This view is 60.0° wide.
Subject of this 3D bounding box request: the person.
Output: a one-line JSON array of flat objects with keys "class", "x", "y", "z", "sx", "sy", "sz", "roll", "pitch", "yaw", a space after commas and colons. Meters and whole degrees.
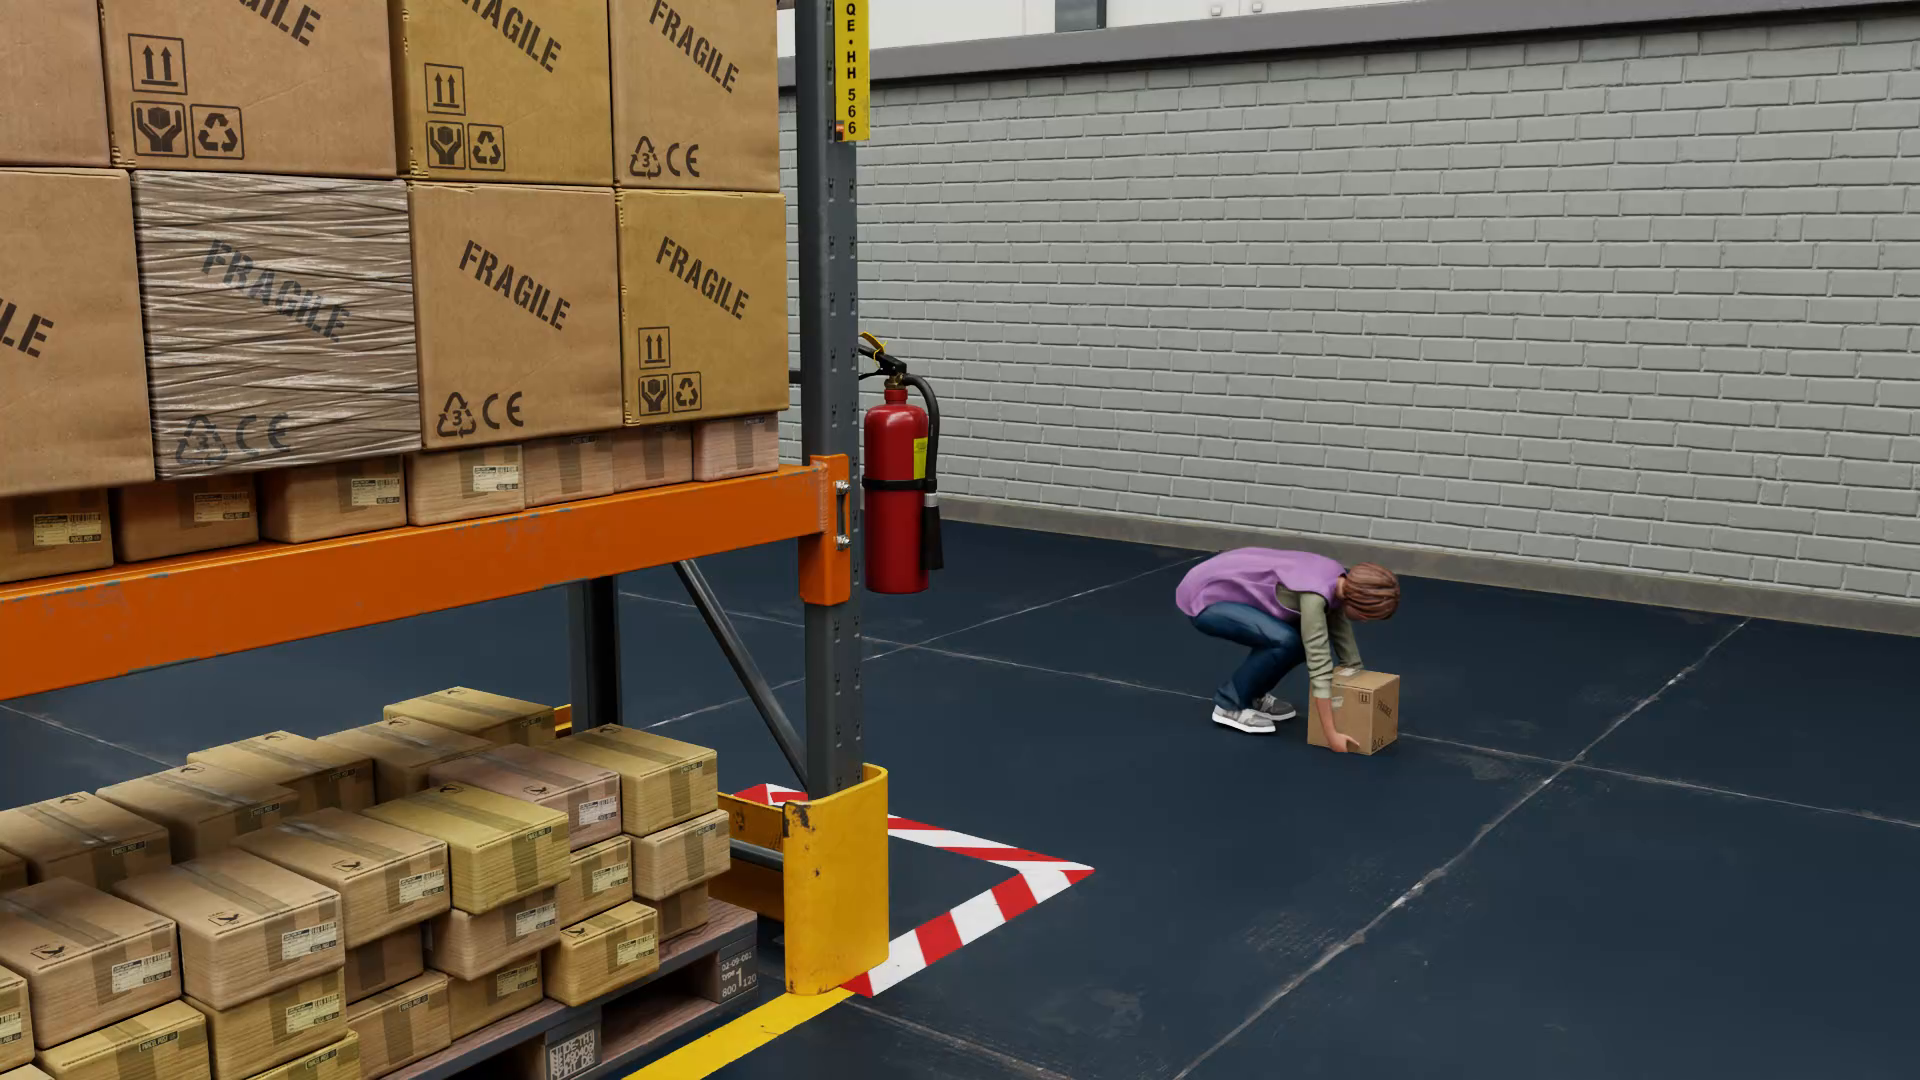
[{"class": "person", "x": 1.243, "y": 0.394, "z": 6.351, "sx": 0.867, "sy": 0.707, "sz": 0.417, "roll": 7, "pitch": 12, "yaw": 34}]
